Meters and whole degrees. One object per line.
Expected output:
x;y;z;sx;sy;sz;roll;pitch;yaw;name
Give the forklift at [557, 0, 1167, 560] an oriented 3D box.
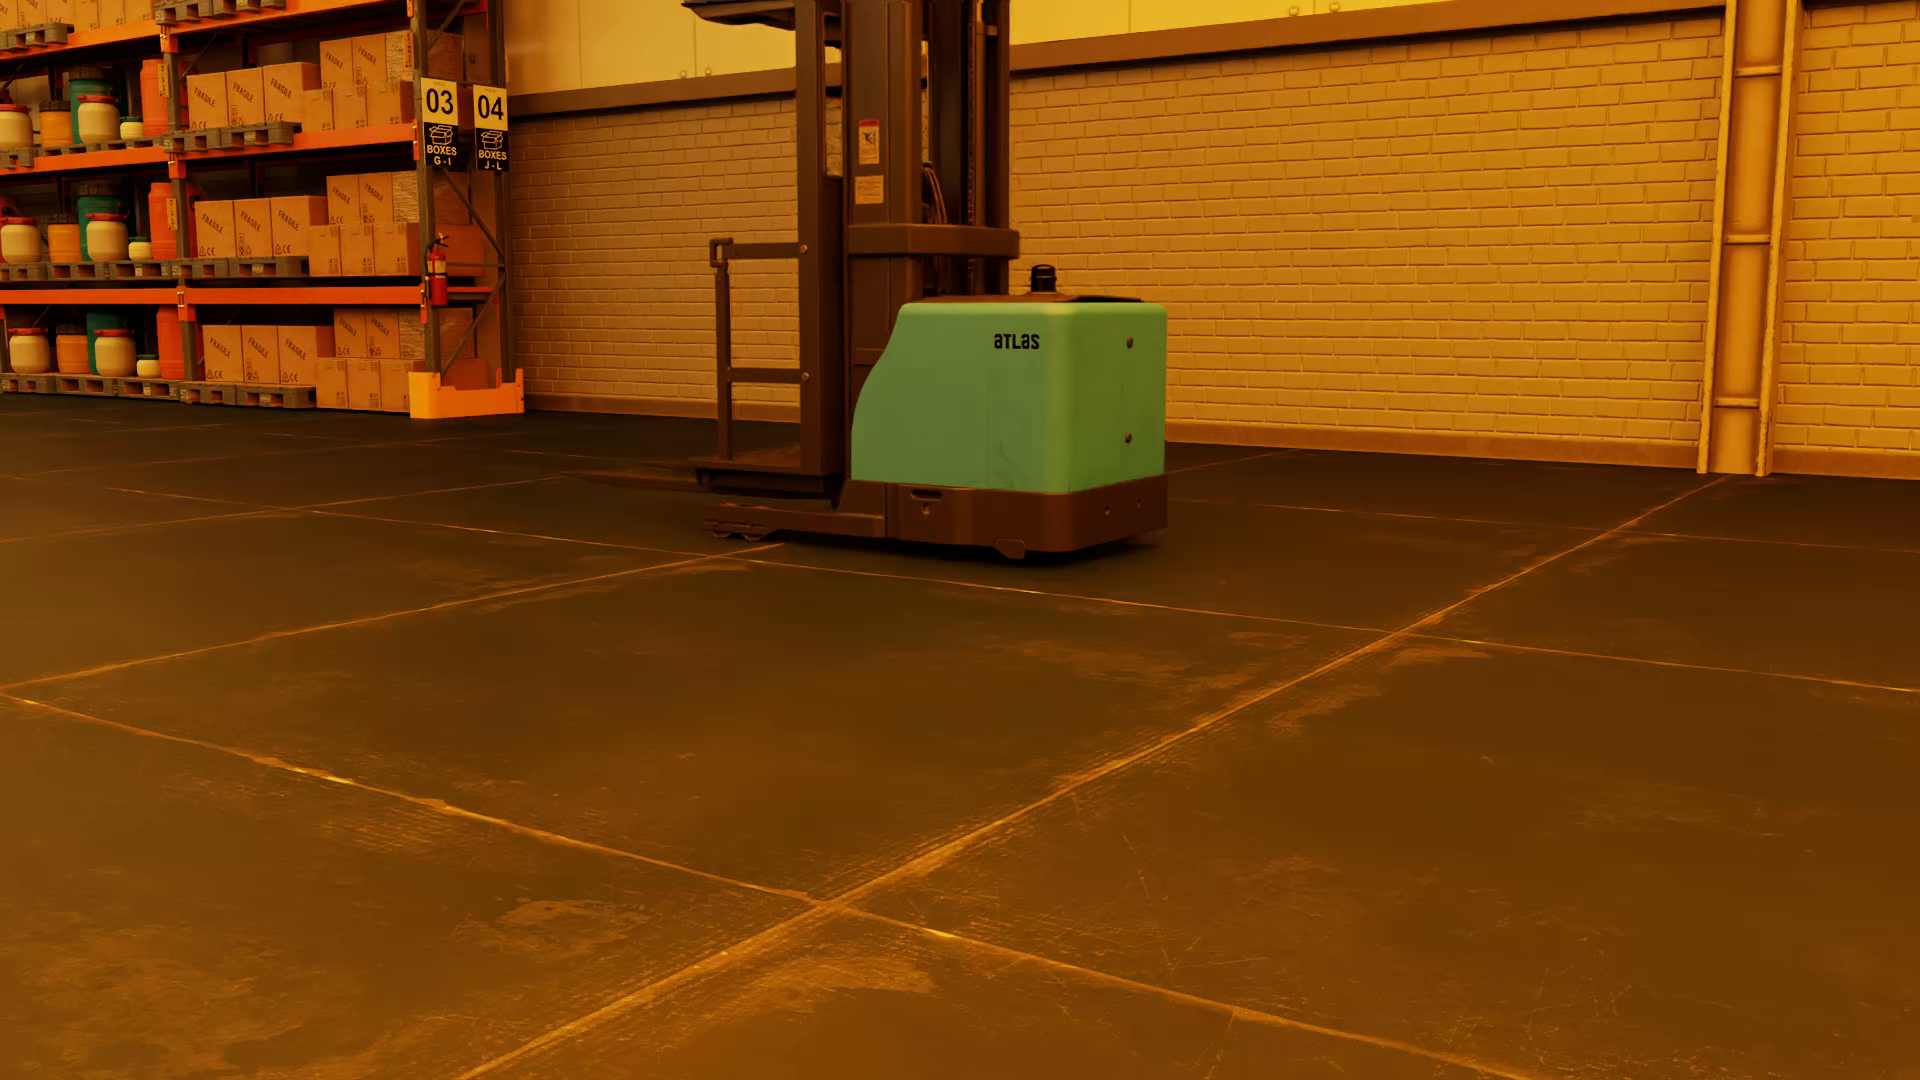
-0.586;-1.500;7.740;3.031;2.935;1.130;5;10;32;forklift
